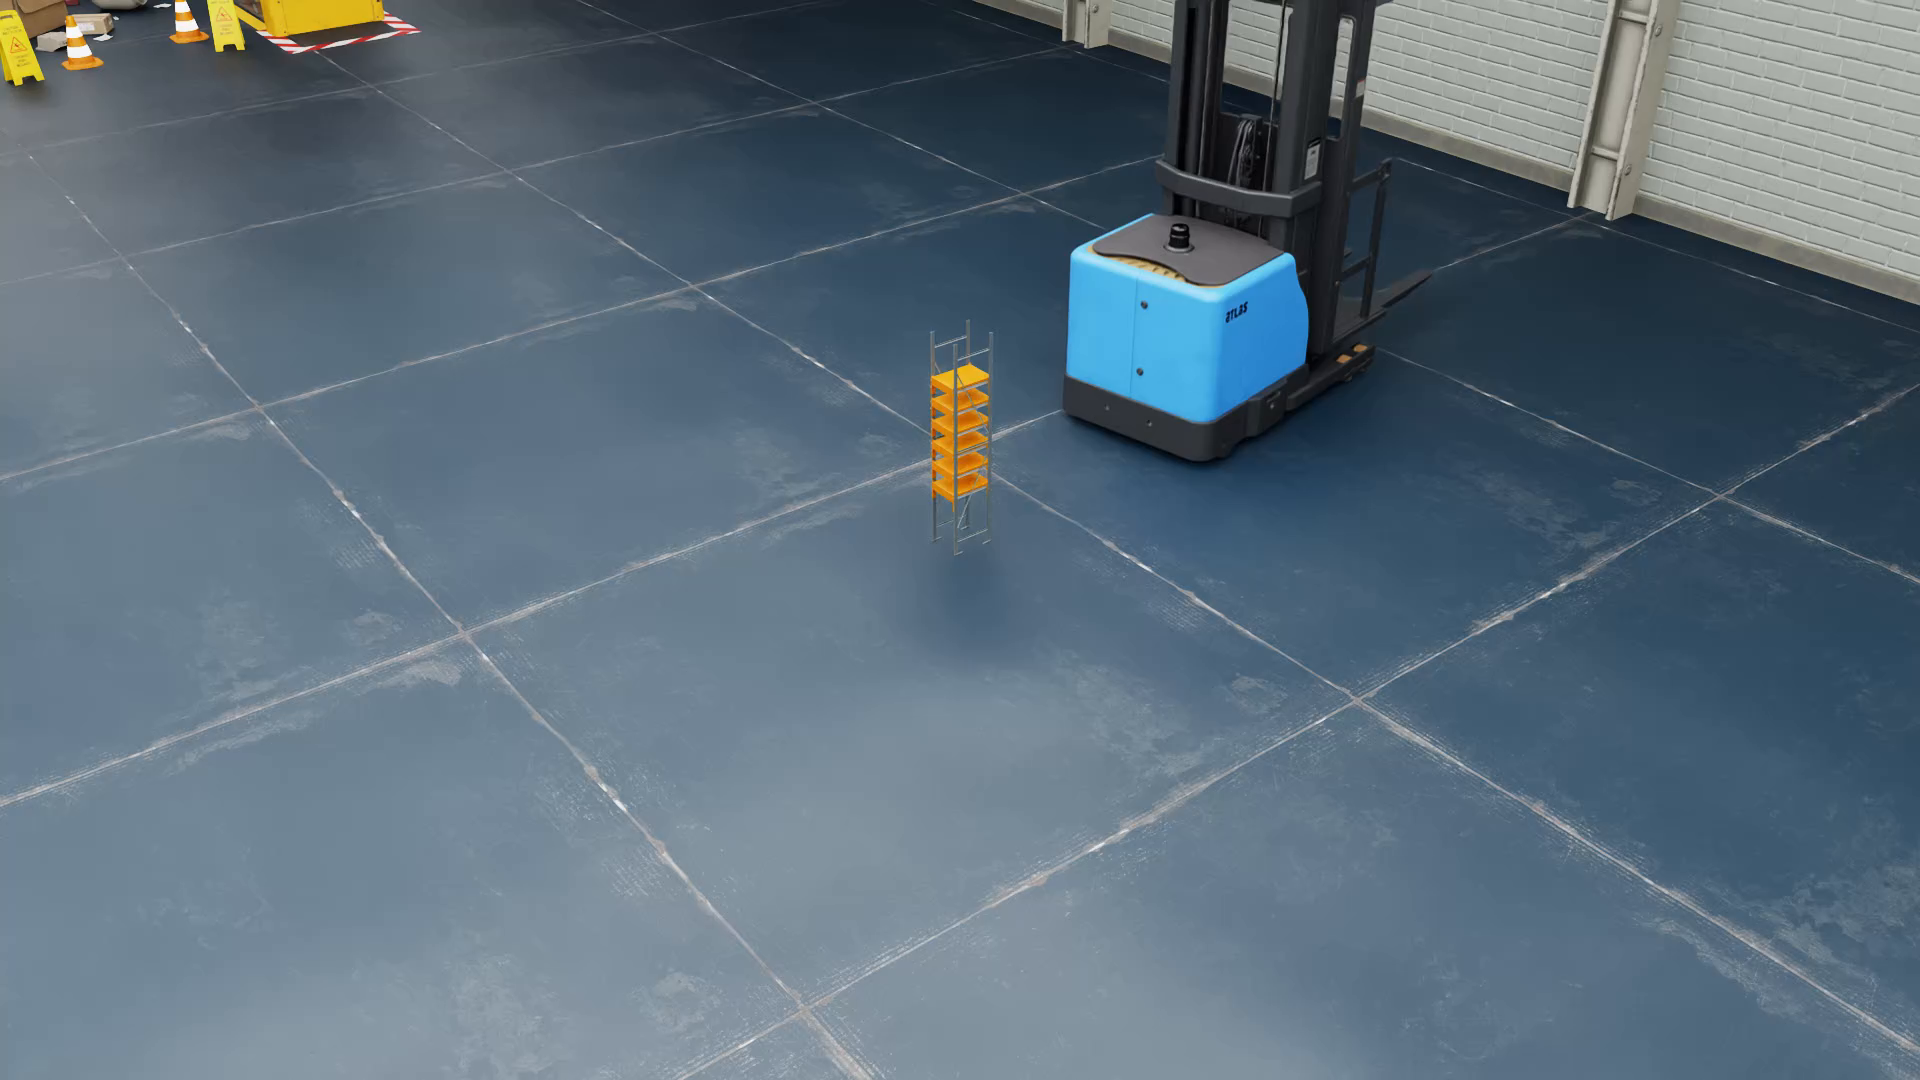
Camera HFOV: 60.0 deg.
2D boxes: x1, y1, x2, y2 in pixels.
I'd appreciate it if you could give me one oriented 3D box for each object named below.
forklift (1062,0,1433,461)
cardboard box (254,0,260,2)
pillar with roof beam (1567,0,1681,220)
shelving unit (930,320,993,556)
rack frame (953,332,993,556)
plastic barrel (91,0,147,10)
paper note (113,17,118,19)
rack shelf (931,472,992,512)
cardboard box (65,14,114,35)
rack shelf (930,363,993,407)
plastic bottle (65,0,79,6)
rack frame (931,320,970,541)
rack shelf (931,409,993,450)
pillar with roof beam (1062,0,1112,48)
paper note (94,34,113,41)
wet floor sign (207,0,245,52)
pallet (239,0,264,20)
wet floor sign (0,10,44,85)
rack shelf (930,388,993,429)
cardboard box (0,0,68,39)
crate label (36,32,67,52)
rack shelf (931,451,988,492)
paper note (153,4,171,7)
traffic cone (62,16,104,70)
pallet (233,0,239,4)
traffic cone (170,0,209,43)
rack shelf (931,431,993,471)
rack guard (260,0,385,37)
[{"bbox_3d":[1.955,-2.385,9.812,1.130,2.935,3.031,25,39,34],"label":"forklift"},{"bbox_3d":[-7.326,-5.921,17.649,0.500,0.250,0.500,-22,38,-32],"label":"cardboard box"},{"bbox_3d":[1.559,-4.995,8.263,9.100,9.000,0.400,-22,38,-31],"label":"pillar with roof beam"},{"bbox_3d":[0.009,-0.504,8.424,0.258,1.200,0.189,-22,38,-31],"label":"shelving unit"},{"bbox_3d":[0.065,-0.466,8.362,0.240,1.200,0.006,-22,38,-31],"label":"rack frame"},{"bbox_3d":[-9.065,-5.927,17.893,0.512,0.421,0.421,1,32,2],"label":"plastic barrel"},{"bbox_3d":[-8.972,-5.546,17.670,0.032,0.001,0.123,-22,38,-31],"label":"paper note"},{"bbox_3d":[0.009,-0.262,8.574,0.258,0.103,0.180,-22,38,-31],"label":"rack shelf"},{"bbox_3d":[-9.002,-5.332,17.194,0.380,0.149,0.250,-4,32,-7],"label":"cardboard box"},{"bbox_3d":[0.009,-0.772,8.257,0.258,0.103,0.180,-22,38,-31],"label":"rack shelf"},{"bbox_3d":[-9.746,-5.925,18.232,0.133,0.061,0.283,-16,35,-23],"label":"plastic bottle"},{"bbox_3d":[-0.047,-0.542,8.485,0.240,1.200,0.006,-22,38,-31],"label":"rack frame"},{"bbox_3d":[0.009,-0.568,8.384,0.258,0.103,0.180,-22,38,-31],"label":"rack shelf"},{"bbox_3d":[-2.121,-7.495,12.289,9.100,9.000,0.400,-22,38,-31],"label":"pillar with roof beam"},{"bbox_3d":[-8.755,-5.140,16.996,0.142,0.019,0.148,18,36,27],"label":"paper note"},{"bbox_3d":[-7.332,-5.225,16.552,0.267,0.644,0.232,-10,33,-15],"label":"wet floor sign"},{"bbox_3d":[-7.120,-5.848,17.966,1.003,0.211,1.213,-22,38,-31],"label":"pallet"},{"bbox_3d":[-8.869,-4.636,15.602,0.232,0.644,0.267,26,40,35],"label":"wet floor sign"},{"bbox_3d":[0.009,-0.670,8.321,0.258,0.103,0.180,-22,38,-31],"label":"rack shelf"},{"bbox_3d":[-9.680,-5.503,17.134,0.637,0.503,0.797,6,32,10],"label":"cardboard box"},{"bbox_3d":[-9.085,-5.003,16.676,0.298,0.136,0.250,12,34,19],"label":"crate label"},{"bbox_3d":[0.009,-0.364,8.510,0.258,0.103,0.180,-22,38,-31],"label":"rack shelf"},{"bbox_3d":[-8.671,-5.819,18.090,0.148,0.019,0.142,18,36,27],"label":"paper note"},{"bbox_3d":[-8.554,-4.834,16.095,0.336,0.463,0.334,-22,38,-31],"label":"traffic cone"},{"bbox_3d":[-7.864,-6.356,18.784,1.003,0.211,1.213,-22,38,-31],"label":"pallet"},{"bbox_3d":[-7.886,-5.335,16.901,0.336,0.463,0.334,-22,38,-31],"label":"traffic cone"},{"bbox_3d":[0.009,-0.466,8.447,0.258,0.103,0.180,-22,38,-31],"label":"rack shelf"},{"bbox_3d":[-6.650,-5.621,17.326,1.175,0.500,0.348,-22,38,-31],"label":"rack guard"}]
